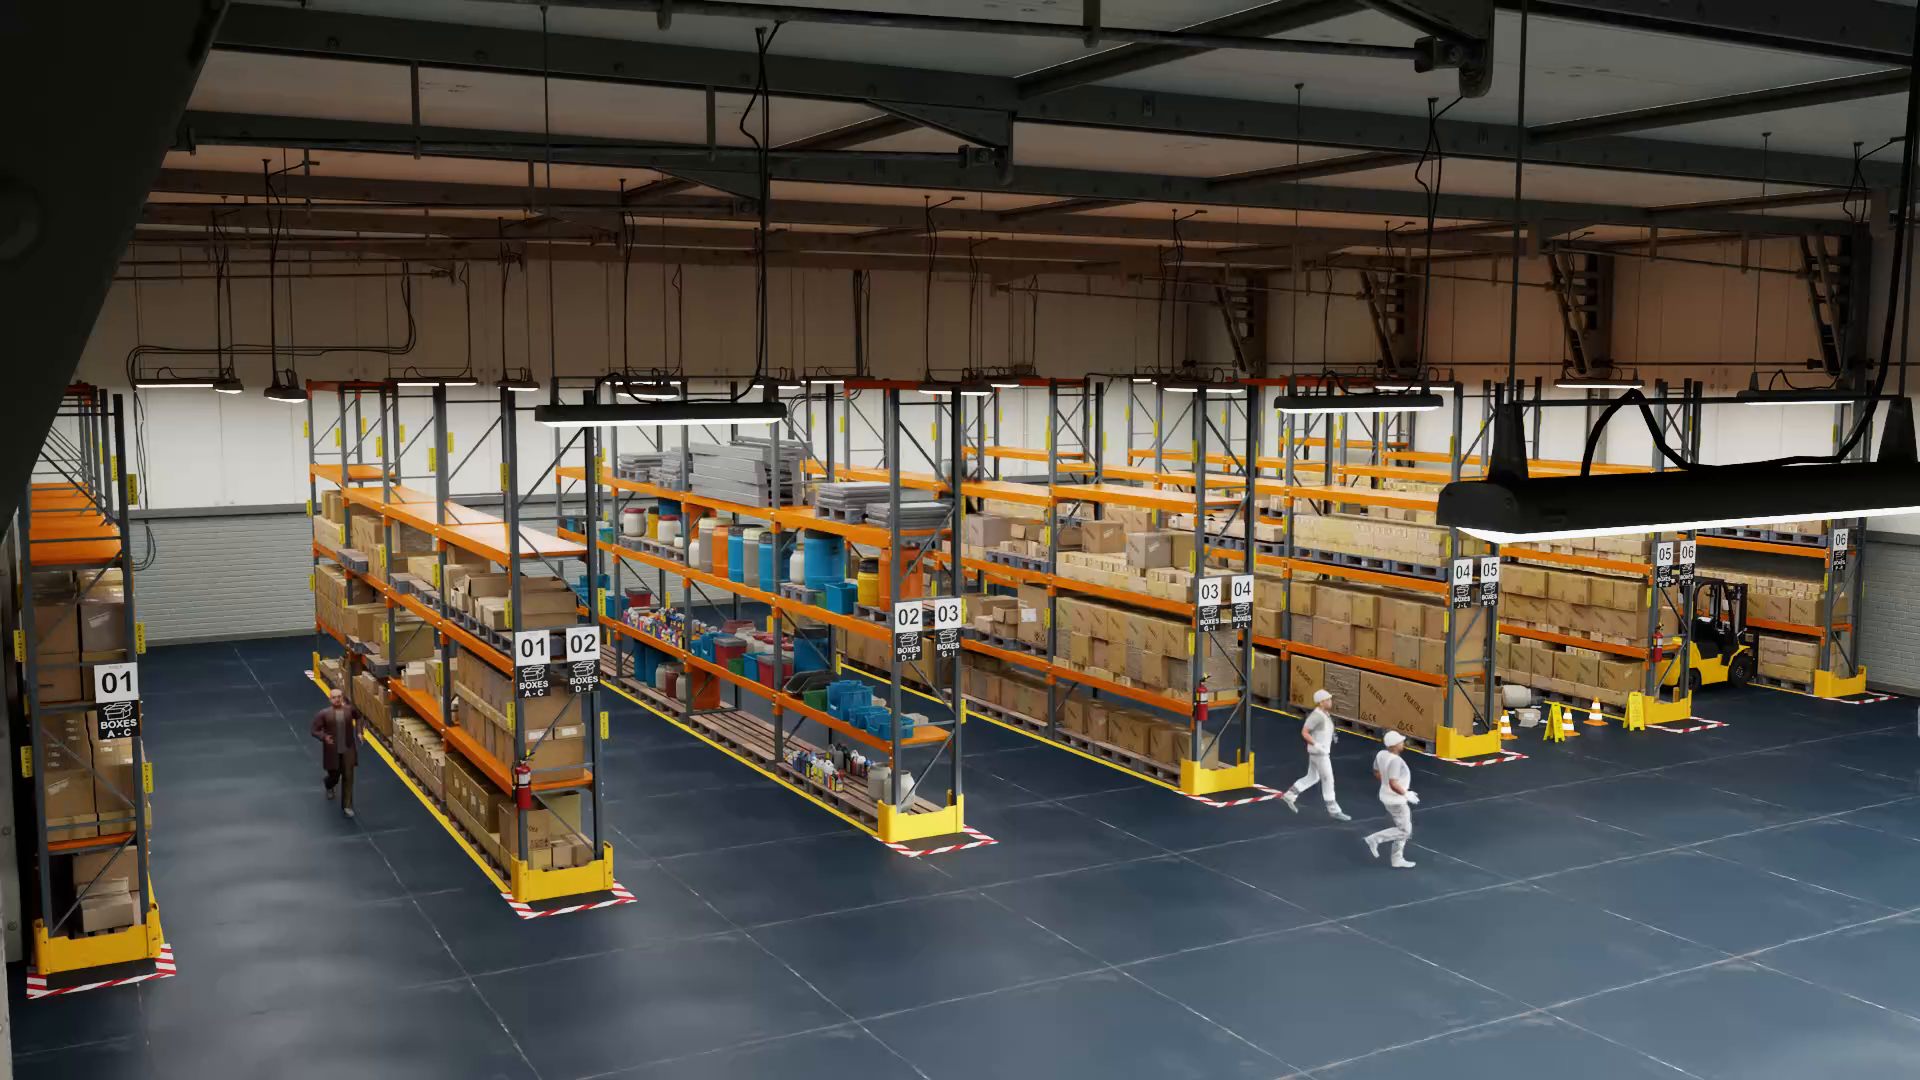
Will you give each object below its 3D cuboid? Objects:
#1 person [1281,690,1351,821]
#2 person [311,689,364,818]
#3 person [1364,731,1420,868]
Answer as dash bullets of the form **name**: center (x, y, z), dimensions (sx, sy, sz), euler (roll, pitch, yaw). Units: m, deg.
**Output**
- **person**: center (4.965, 2.950, 23.079), dimensions (0.965, 1.782, 0.677), euler (2, 6, 17)
- **person**: center (-8.724, 2.964, 23.402), dimensions (0.724, 1.742, 1.079), euler (-4, 7, -31)
- **person**: center (5.395, 3.255, 20.861), dimensions (0.689, 1.743, 0.683), euler (0, 6, -3)
